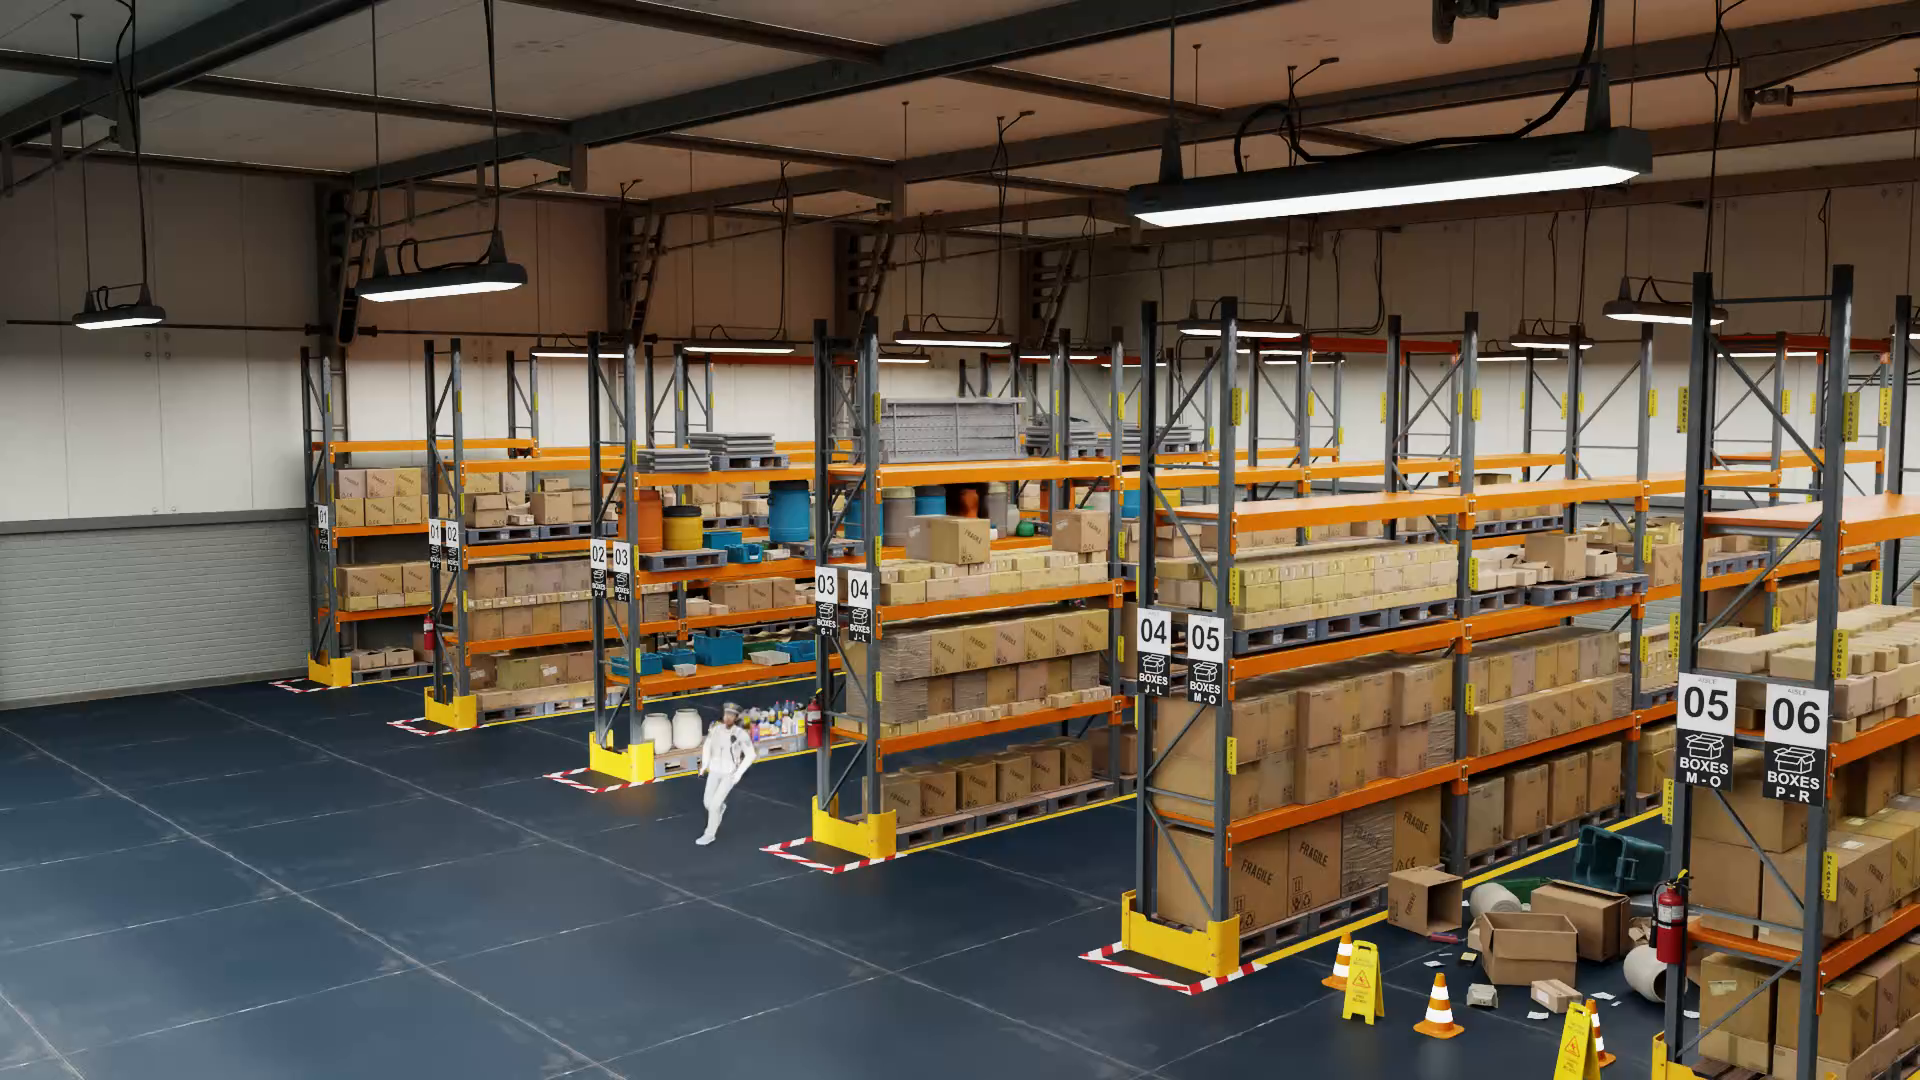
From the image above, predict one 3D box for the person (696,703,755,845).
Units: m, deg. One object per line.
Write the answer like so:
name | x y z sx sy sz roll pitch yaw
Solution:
person | -2.686 2.668 19.173 0.659 1.624 0.600 2 5 17
